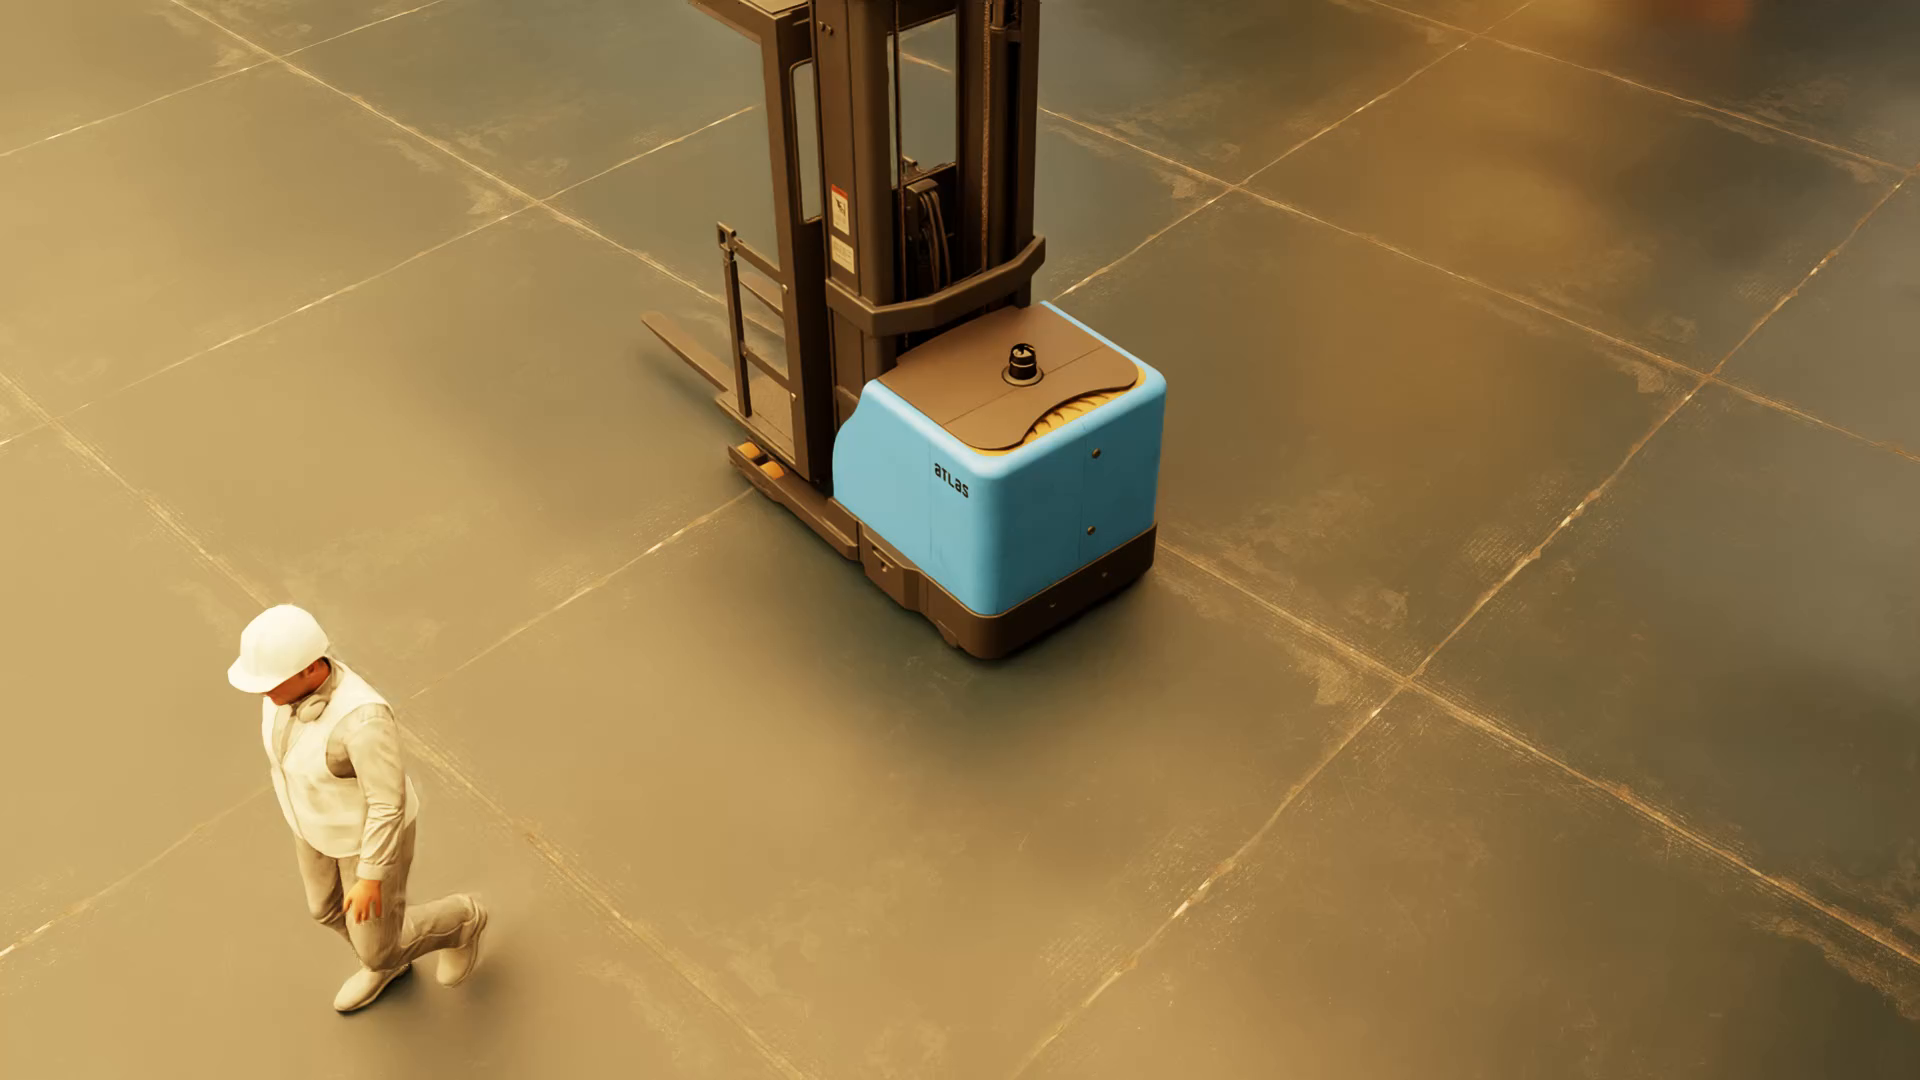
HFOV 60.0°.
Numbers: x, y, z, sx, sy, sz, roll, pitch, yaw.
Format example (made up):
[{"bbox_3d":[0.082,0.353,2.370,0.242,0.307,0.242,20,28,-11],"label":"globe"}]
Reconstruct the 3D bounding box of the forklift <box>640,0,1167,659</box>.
[{"bbox_3d":[-0.457,-1.505,7.183,1.130,2.935,3.031,-28,48,-29],"label":"forklift"}]

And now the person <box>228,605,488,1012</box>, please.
[{"bbox_3d":[-1.937,0.874,5.316,0.741,1.754,0.526,26,47,27],"label":"person"}]
